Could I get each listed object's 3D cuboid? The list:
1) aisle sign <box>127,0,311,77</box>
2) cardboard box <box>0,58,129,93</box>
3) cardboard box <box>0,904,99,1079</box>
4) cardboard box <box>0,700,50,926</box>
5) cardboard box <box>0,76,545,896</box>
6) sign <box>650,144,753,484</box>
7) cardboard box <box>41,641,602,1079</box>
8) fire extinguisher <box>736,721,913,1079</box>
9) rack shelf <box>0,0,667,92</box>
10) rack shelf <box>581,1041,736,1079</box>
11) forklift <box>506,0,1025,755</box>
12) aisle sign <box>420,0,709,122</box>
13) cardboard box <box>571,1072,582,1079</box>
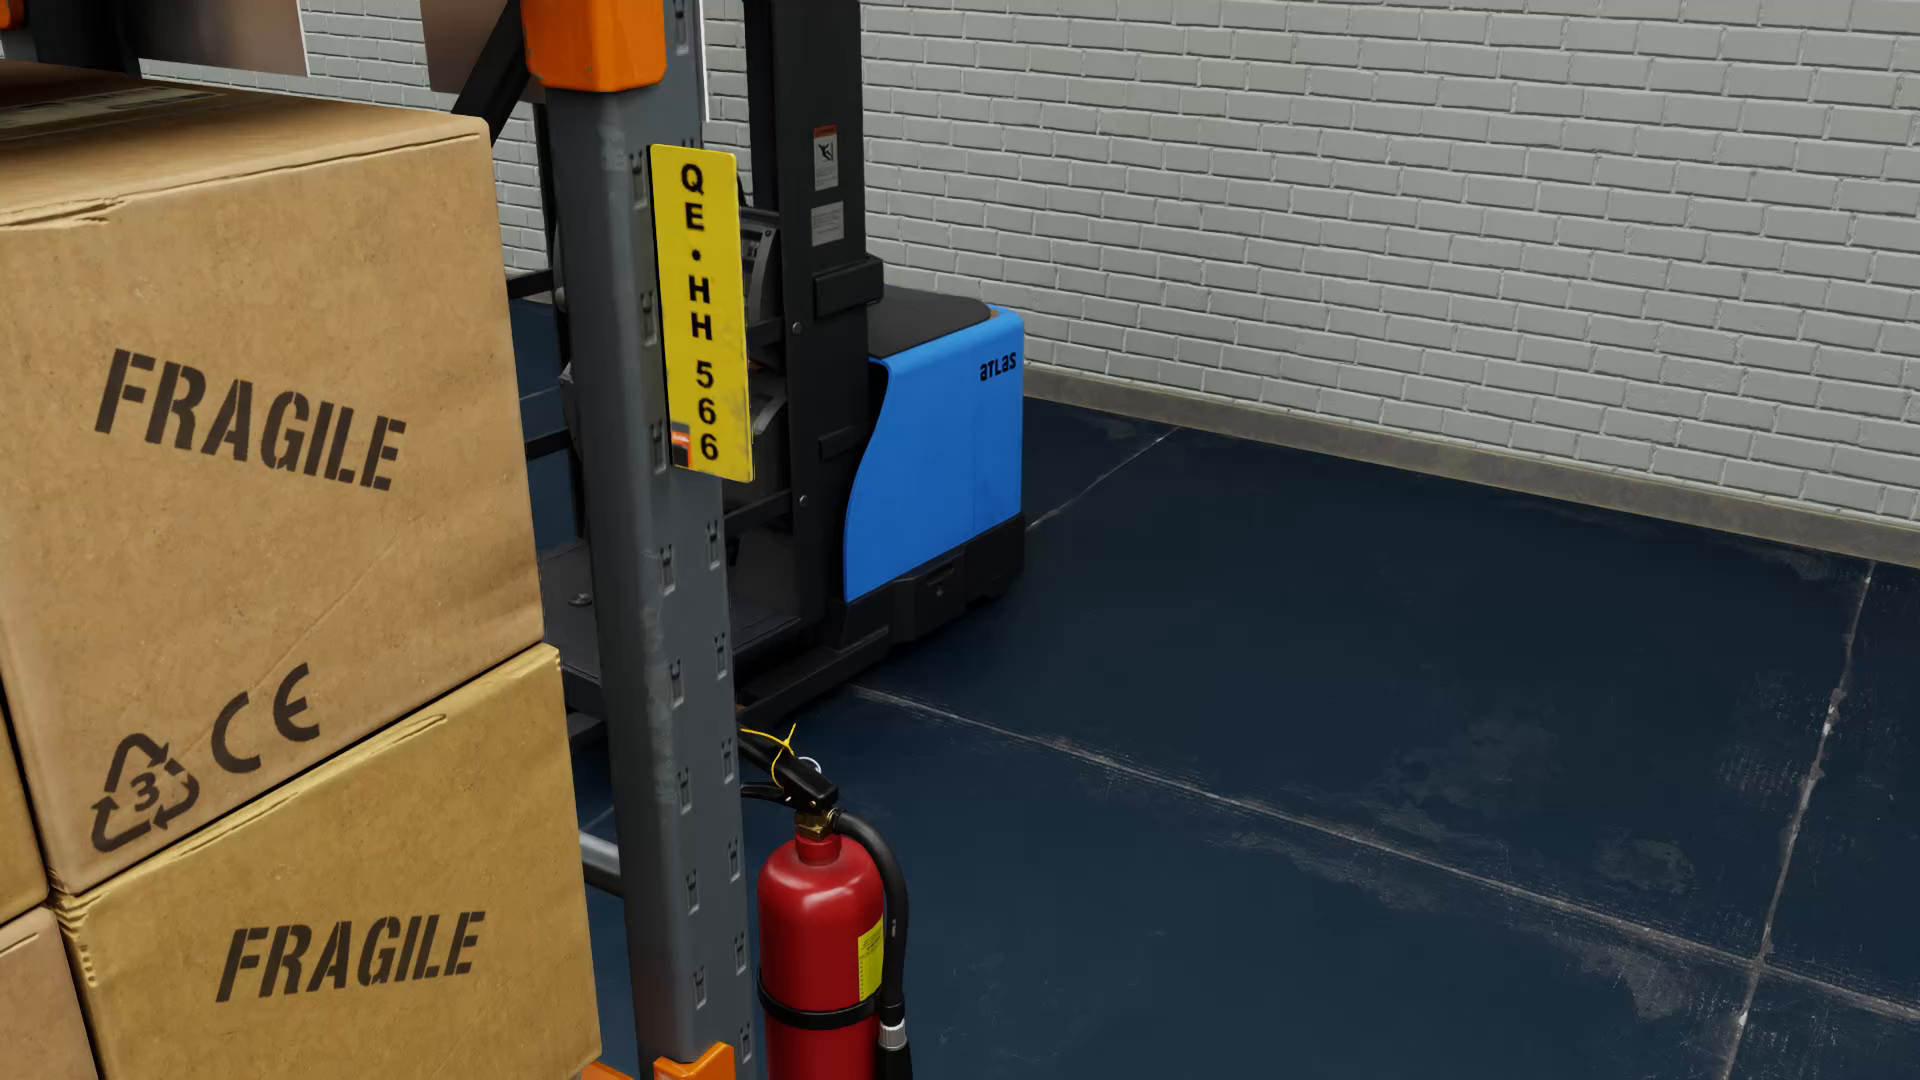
[{"bbox_3d":[-0.927,-0.943,1.881,0.394,0.787,0.004,14,27,29],"label":"aisle sign"},{"bbox_3d":[-1.173,-0.208,1.696,0.500,0.500,0.500,14,27,29],"label":"cardboard box"},{"bbox_3d":[-1.006,0.533,1.242,0.500,0.500,0.500,13,27,28],"label":"cardboard box"},{"bbox_3d":[-1.008,0.074,1.046,0.500,0.500,0.500,13,27,27],"label":"cardboard box"},{"bbox_3d":[-0.741,-0.097,1.441,0.500,0.500,0.500,13,27,28],"label":"cardboard box"},{"bbox_3d":[-0.250,-0.216,1.618,0.100,0.325,0.005,14,27,29],"label":"sign"},{"bbox_3d":[-0.729,0.360,1.641,0.500,0.500,0.500,14,27,30],"label":"cardboard box"},{"bbox_3d":[-0.186,0.556,2.258,0.296,0.674,0.183,14,27,29],"label":"fire extinguisher"},{"bbox_3d":[-1.766,-0.034,0.183,1.077,0.370,4.000,14,27,29],"label":"rack shelf"},{"bbox_3d":[-1.766,1.342,0.779,1.077,0.370,4.000,14,27,29],"label":"rack shelf"},{"bbox_3d":[-1.053,-0.833,4.984,1.130,2.935,3.031,17,29,34],"label":"forklift"},{"bbox_3d":[-0.418,-0.818,1.591,0.394,0.787,0.004,14,27,29],"label":"aisle sign"},{"bbox_3d":[-0.643,0.622,1.854,0.380,0.149,0.250,14,27,29],"label":"cardboard box"}]
